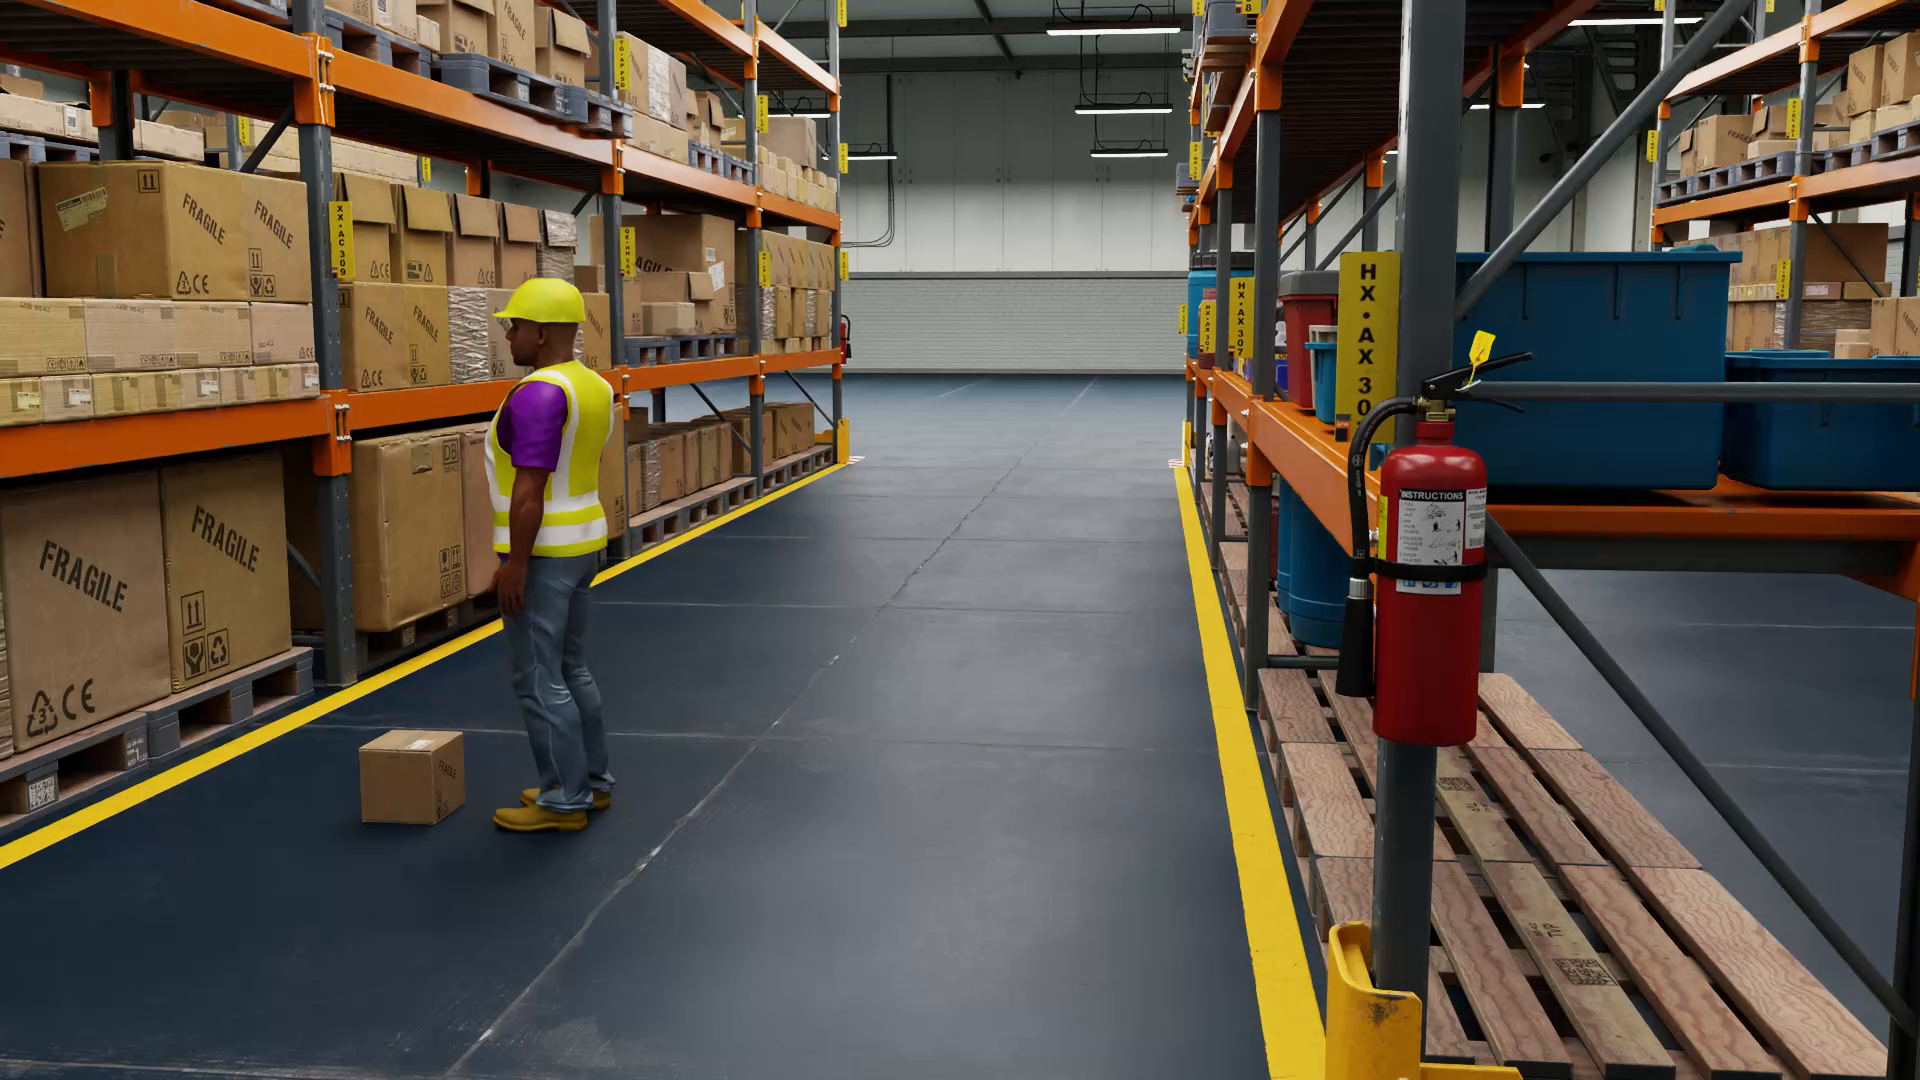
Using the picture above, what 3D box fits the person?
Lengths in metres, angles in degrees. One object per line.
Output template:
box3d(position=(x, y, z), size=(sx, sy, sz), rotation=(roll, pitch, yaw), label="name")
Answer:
box3d(position=(-1.316, 0.017, 5.352), size=(0.342, 1.699, 0.559), rotation=(1, 8, 8), label="person")
